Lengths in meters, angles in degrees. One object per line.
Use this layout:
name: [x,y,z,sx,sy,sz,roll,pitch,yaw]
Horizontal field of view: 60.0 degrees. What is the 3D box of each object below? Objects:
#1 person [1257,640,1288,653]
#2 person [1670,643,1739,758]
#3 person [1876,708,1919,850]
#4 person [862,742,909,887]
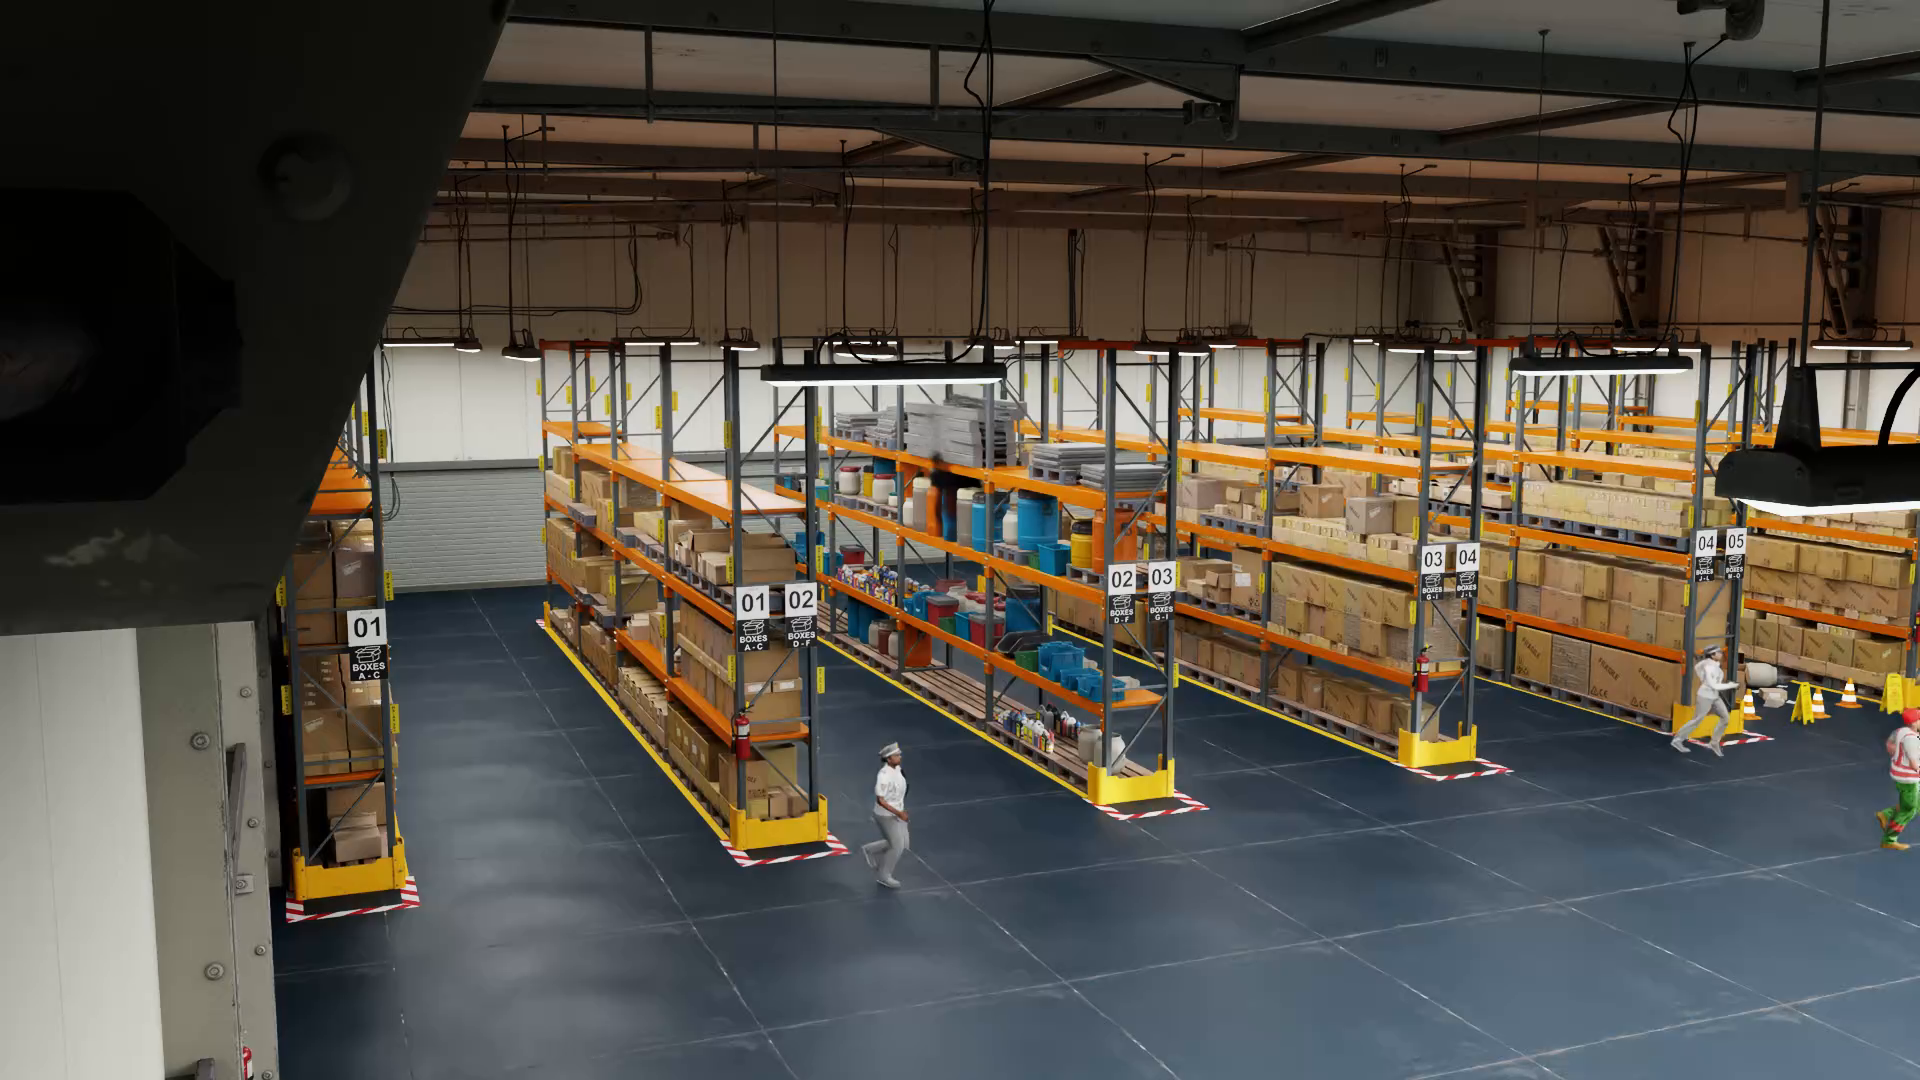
person: [5.937,1.463,31.154,0.597,1.652,0.898,-4,9,-29]
person: [10.939,2.338,24.380,0.864,1.718,0.624,5,9,32]
person: [11.445,2.873,20.031,0.656,1.742,0.699,3,8,20]
person: [-0.797,3.091,18.794,0.567,1.670,0.593,2,8,18]
